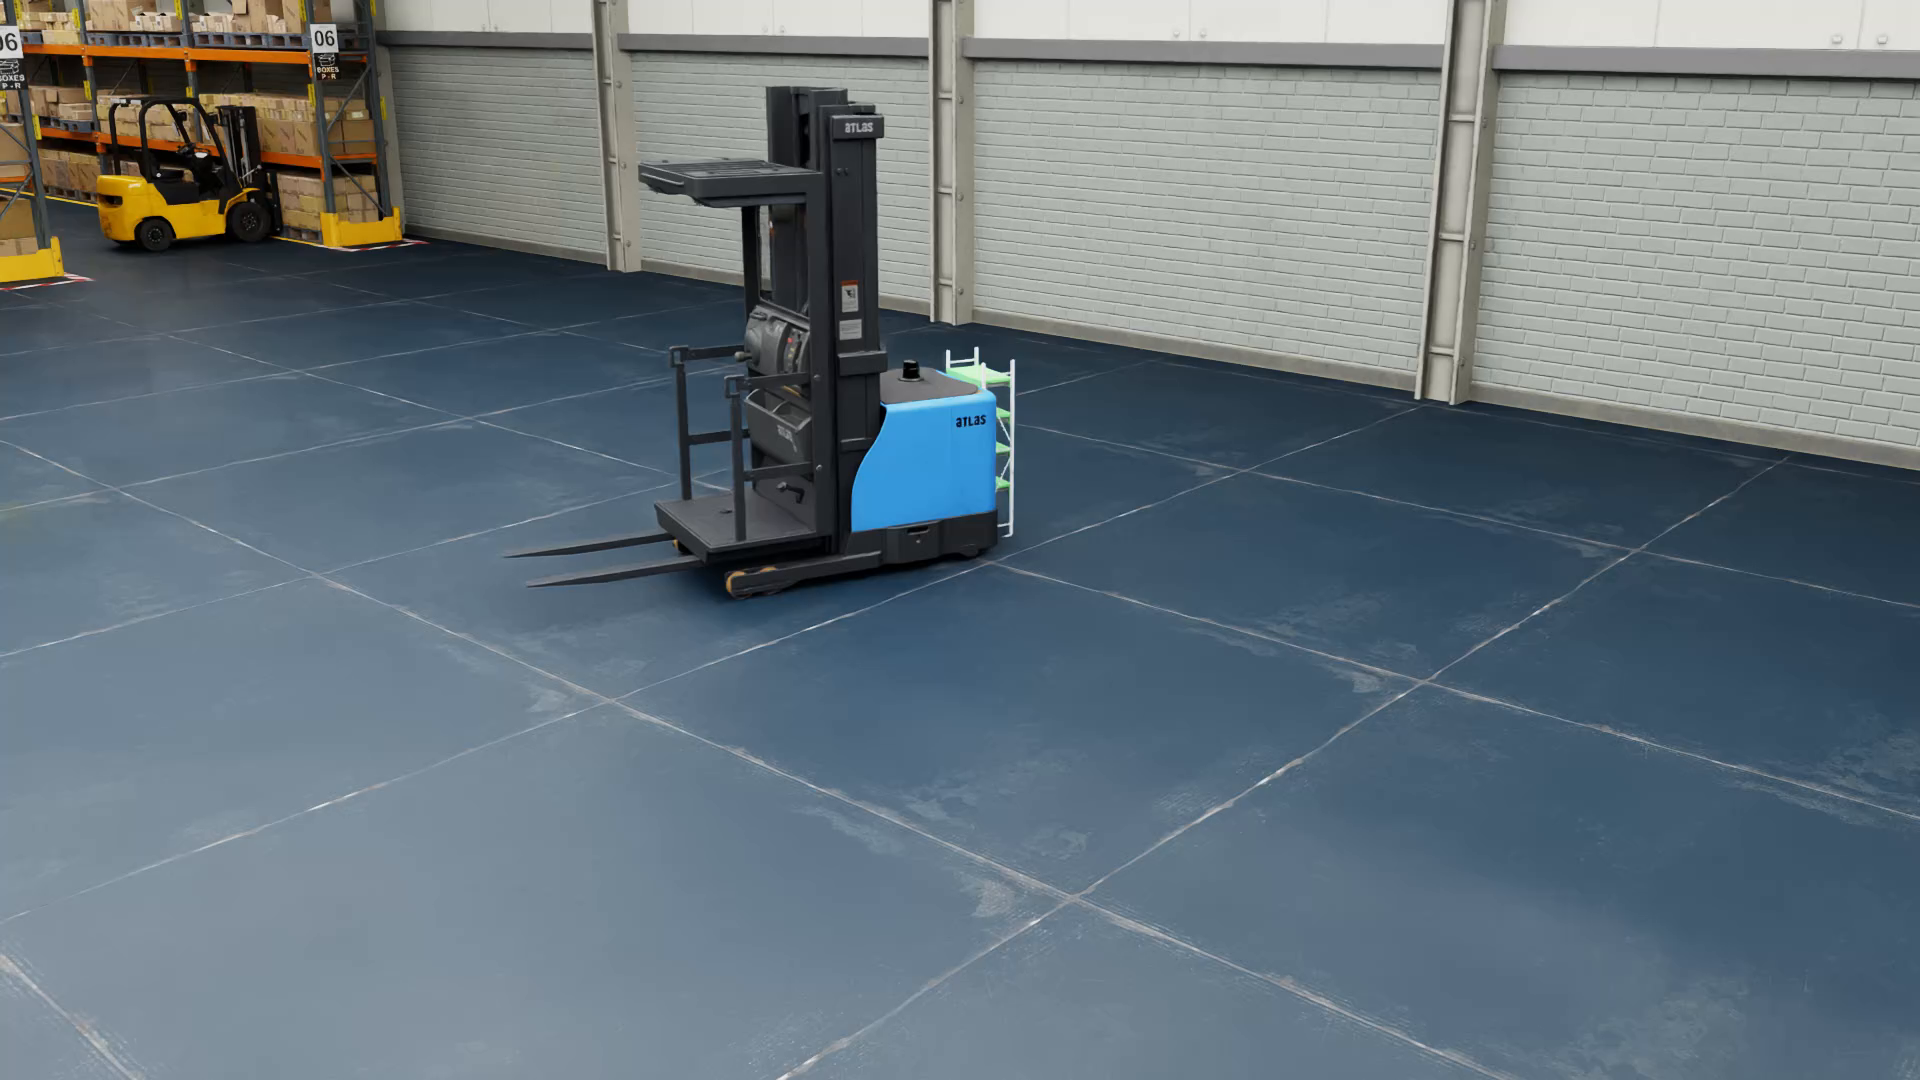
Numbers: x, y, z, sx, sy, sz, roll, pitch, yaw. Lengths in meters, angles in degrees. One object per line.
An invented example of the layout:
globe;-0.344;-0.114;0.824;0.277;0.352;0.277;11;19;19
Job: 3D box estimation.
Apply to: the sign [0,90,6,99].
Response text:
sign;-18.475;-8.683;32.082;0.005;0.325;0.100;15;23;39

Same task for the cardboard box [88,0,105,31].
cardboard box;-14.749;-9.116;28.895;0.500;0.500;0.500;15;23;40

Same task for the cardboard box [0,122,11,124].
cardboard box;-12.997;-5.312;22.235;0.500;0.500;0.500;16;24;41

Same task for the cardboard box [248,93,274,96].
cardboard box;-11.331;-7.182;27.053;0.250;0.149;0.380;15;23;39

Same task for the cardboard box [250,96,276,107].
cardboard box;-10.882;-6.869;26.069;0.250;0.149;0.380;15;23;39

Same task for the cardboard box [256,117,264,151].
cardboard box;-10.837;-6.380;26.091;0.500;0.500;0.500;15;23;40

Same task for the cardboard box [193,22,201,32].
cardboard box;-12.003;-8.188;26.549;0.250;0.149;0.380;16;23;40

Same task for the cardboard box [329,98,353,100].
cardboard box;-9.412;-6.667;25.432;0.250;0.149;0.380;16;24;41

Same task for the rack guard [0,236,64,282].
rack guard;-12.495;-3.686;21.898;0.348;0.500;1.175;15;23;39

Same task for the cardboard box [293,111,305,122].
cardboard box;-9.802;-6.393;25.060;0.250;0.149;0.380;16;23;40

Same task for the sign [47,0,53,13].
sign;-17.755;-10.385;32.412;0.005;0.325;0.100;15;23;39

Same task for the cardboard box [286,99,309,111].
cardboard box;-9.972;-6.597;25.211;0.250;0.149;0.380;16;23;40

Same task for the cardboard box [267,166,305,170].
cardboard box;-10.883;-5.897;26.932;0.500;0.250;0.500;15;23;40

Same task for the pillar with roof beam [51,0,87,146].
pillar with roof beam;-20.901;-10.624;29.712;0.400;9.000;9.100;15;23;39

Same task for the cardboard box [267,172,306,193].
cardboard box;-10.467;-5.574;25.914;0.500;0.250;0.500;15;23;40

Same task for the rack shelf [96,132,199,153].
rack shelf;-13.633;-6.847;28.918;4.000;0.370;1.077;15;23;39

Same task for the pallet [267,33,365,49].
pallet;-9.657;-7.521;25.039;1.213;0.211;1.003;15;23;39

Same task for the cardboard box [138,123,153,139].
cardboard box;-13.810;-7.067;28.670;0.500;0.250;0.500;16;24;41

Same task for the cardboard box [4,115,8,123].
cardboard box;-18.527;-8.282;32.665;0.250;0.149;0.380;15;23;40

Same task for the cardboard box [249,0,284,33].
cardboard box;-10.338;-7.973;25.291;0.500;0.500;0.700;15;23;40

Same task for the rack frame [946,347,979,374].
rack frame;0.016;-0.716;11.383;0.240;1.200;0.015;-9;20;-27

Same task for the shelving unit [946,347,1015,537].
shelving unit;0.132;-0.651;11.178;0.258;1.200;0.503;-9;20;-27

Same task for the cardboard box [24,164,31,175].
cardboard box;-17.909;-7.256;32.453;0.500;0.500;0.500;16;24;42

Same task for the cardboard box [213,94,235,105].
cardboard box;-11.829;-7.128;26.884;0.250;0.149;0.380;15;23;40

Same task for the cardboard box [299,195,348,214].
cardboard box;-9.717;-5.140;25.375;0.500;0.250;0.500;15;23;39

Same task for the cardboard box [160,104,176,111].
cardboard box;-13.178;-7.295;27.903;0.250;0.149;0.380;14;22;38

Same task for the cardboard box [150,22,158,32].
cardboard box;-13.162;-8.499;27.529;0.250;0.149;0.380;15;23;39

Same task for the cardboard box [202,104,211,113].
cardboard box;-12.074;-7.022;27.041;0.250;0.149;0.380;15;23;38

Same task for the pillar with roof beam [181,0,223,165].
pillar with roof beam;-16.413;-9.419;25.916;0.400;9.000;9.100;15;23;39

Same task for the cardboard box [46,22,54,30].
cardboard box;-16.499;-9.421;30.469;0.250;0.149;0.380;16;24;41

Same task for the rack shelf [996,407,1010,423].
rack shelf;0.132;-0.819;11.125;0.258;0.148;0.480;-9;20;-27

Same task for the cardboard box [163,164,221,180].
cardboard box;-13.111;-6.117;28.658;0.625;0.625;0.875;15;23;39

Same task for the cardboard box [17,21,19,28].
cardboard box;-17.396;-9.598;30.994;0.250;0.149;0.380;15;23;39

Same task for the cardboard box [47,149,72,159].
cardboard box;-17.195;-7.383;31.782;0.250;0.149;0.380;15;23;39

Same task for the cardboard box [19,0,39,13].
cardboard box;-17.847;-10.246;31.858;0.258;0.266;0.396;15;23;38

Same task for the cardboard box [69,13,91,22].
cardboard box;-15.583;-9.284;29.545;0.250;0.149;0.380;16;24;41

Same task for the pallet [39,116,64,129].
pallet;-16.587;-7.890;31.331;1.213;0.211;1.003;15;23;39

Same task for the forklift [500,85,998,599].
forklift;-1.302;-1.223;10.119;3.031;2.935;1.130;-9;20;-26

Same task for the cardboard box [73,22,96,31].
cardboard box;-15.554;-9.157;29.636;0.250;0.149;0.380;16;23;40

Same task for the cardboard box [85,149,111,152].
cardboard box;-16.489;-7.396;31.824;0.250;0.149;0.380;14;22;37

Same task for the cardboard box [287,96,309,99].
cardboard box;-10.393;-6.917;26.219;0.250;0.149;0.380;15;23;40

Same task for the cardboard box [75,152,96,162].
cardboard box;-16.226;-7.125;30.971;0.250;0.149;0.380;16;24;41

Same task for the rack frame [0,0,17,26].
rack frame;-12.438;-7.721;20.565;0.127;3.000;1.000;15;23;39

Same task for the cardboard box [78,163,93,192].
cardboard box;-15.956;-6.740;30.827;0.500;0.500;0.500;15;23;38

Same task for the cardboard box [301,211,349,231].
cardboard box;-9.707;-4.898;25.438;0.500;0.250;0.500;15;23;40

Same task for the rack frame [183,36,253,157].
rack frame;-12.138;-6.789;27.544;0.127;3.000;1.000;15;23;39

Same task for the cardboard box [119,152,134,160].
cardboard box;-15.493;-7.144;31.030;0.250;0.149;0.380;16;24;41

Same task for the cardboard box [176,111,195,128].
cardboard box;-12.674;-6.996;27.619;0.500;0.250;0.500;14;23;38

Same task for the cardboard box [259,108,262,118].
cardboard box;-10.694;-6.671;25.936;0.250;0.149;0.380;15;23;39

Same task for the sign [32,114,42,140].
sign;-12.078;-5.397;21.728;0.005;0.325;0.100;15;23;39

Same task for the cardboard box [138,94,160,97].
cardboard box;-14.482;-7.902;29.814;0.250;0.149;0.380;16;23;41

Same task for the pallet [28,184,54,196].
pallet;-17.488;-6.911;32.539;1.213;0.211;1.003;15;23;39

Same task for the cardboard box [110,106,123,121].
cardboard box;-14.586;-7.513;29.249;0.500;0.250;0.500;16;24;41

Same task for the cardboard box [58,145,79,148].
cardboard box;-17.454;-7.653;32.632;0.250;0.149;0.380;15;23;39

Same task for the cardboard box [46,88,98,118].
cardboard box;-16.473;-8.127;30.896;0.637;0.503;0.797;14;23;38
